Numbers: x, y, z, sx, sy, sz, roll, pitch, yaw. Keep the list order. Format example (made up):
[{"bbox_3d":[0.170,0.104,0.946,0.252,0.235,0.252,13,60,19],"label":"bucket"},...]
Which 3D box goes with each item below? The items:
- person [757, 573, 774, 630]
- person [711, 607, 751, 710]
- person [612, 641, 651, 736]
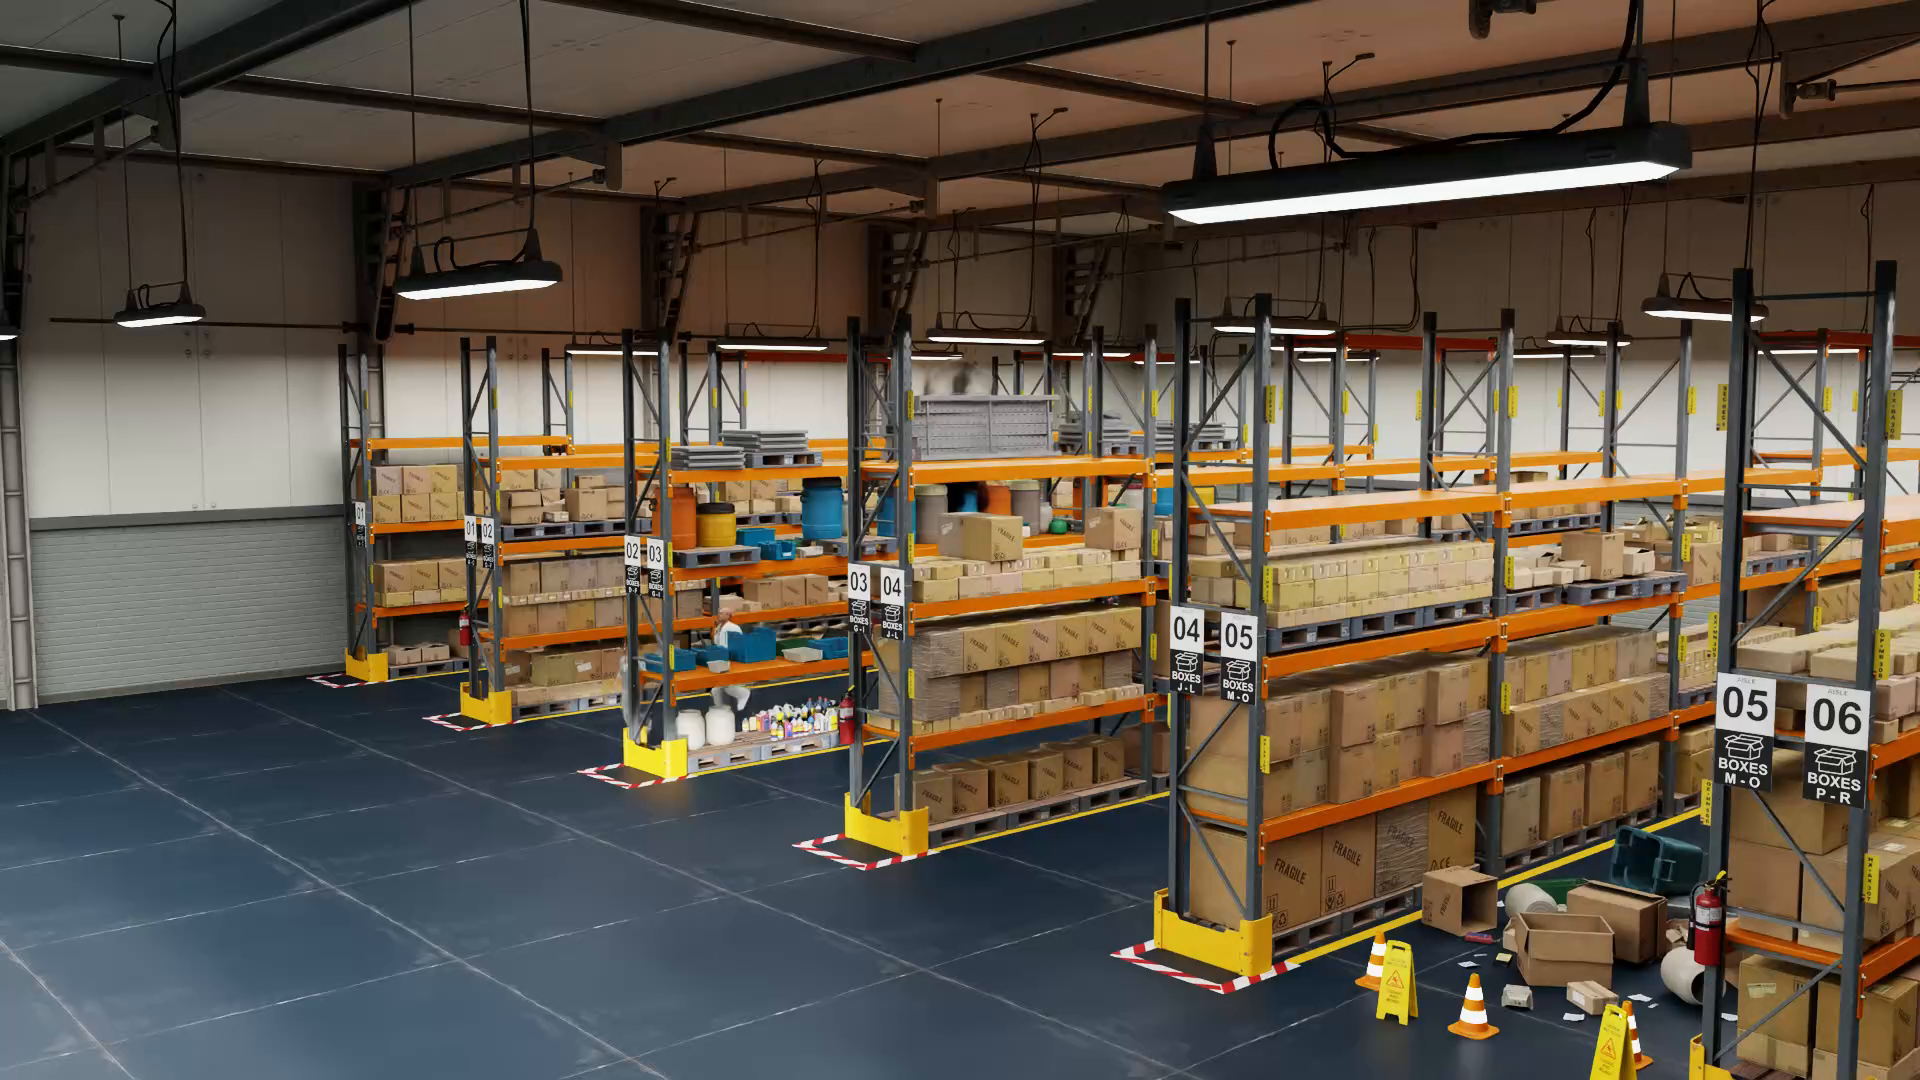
[{"bbox_3d":[-3.873,1.390,32.985,0.569,1.661,0.554,5,7,42],"label":"person"},{"bbox_3d":[-3.656,1.945,26.287,0.705,1.772,0.836,5,7,45],"label":"person"},{"bbox_3d":[-4.768,2.217,24.241,0.561,1.549,0.548,3,6,29],"label":"person"}]
